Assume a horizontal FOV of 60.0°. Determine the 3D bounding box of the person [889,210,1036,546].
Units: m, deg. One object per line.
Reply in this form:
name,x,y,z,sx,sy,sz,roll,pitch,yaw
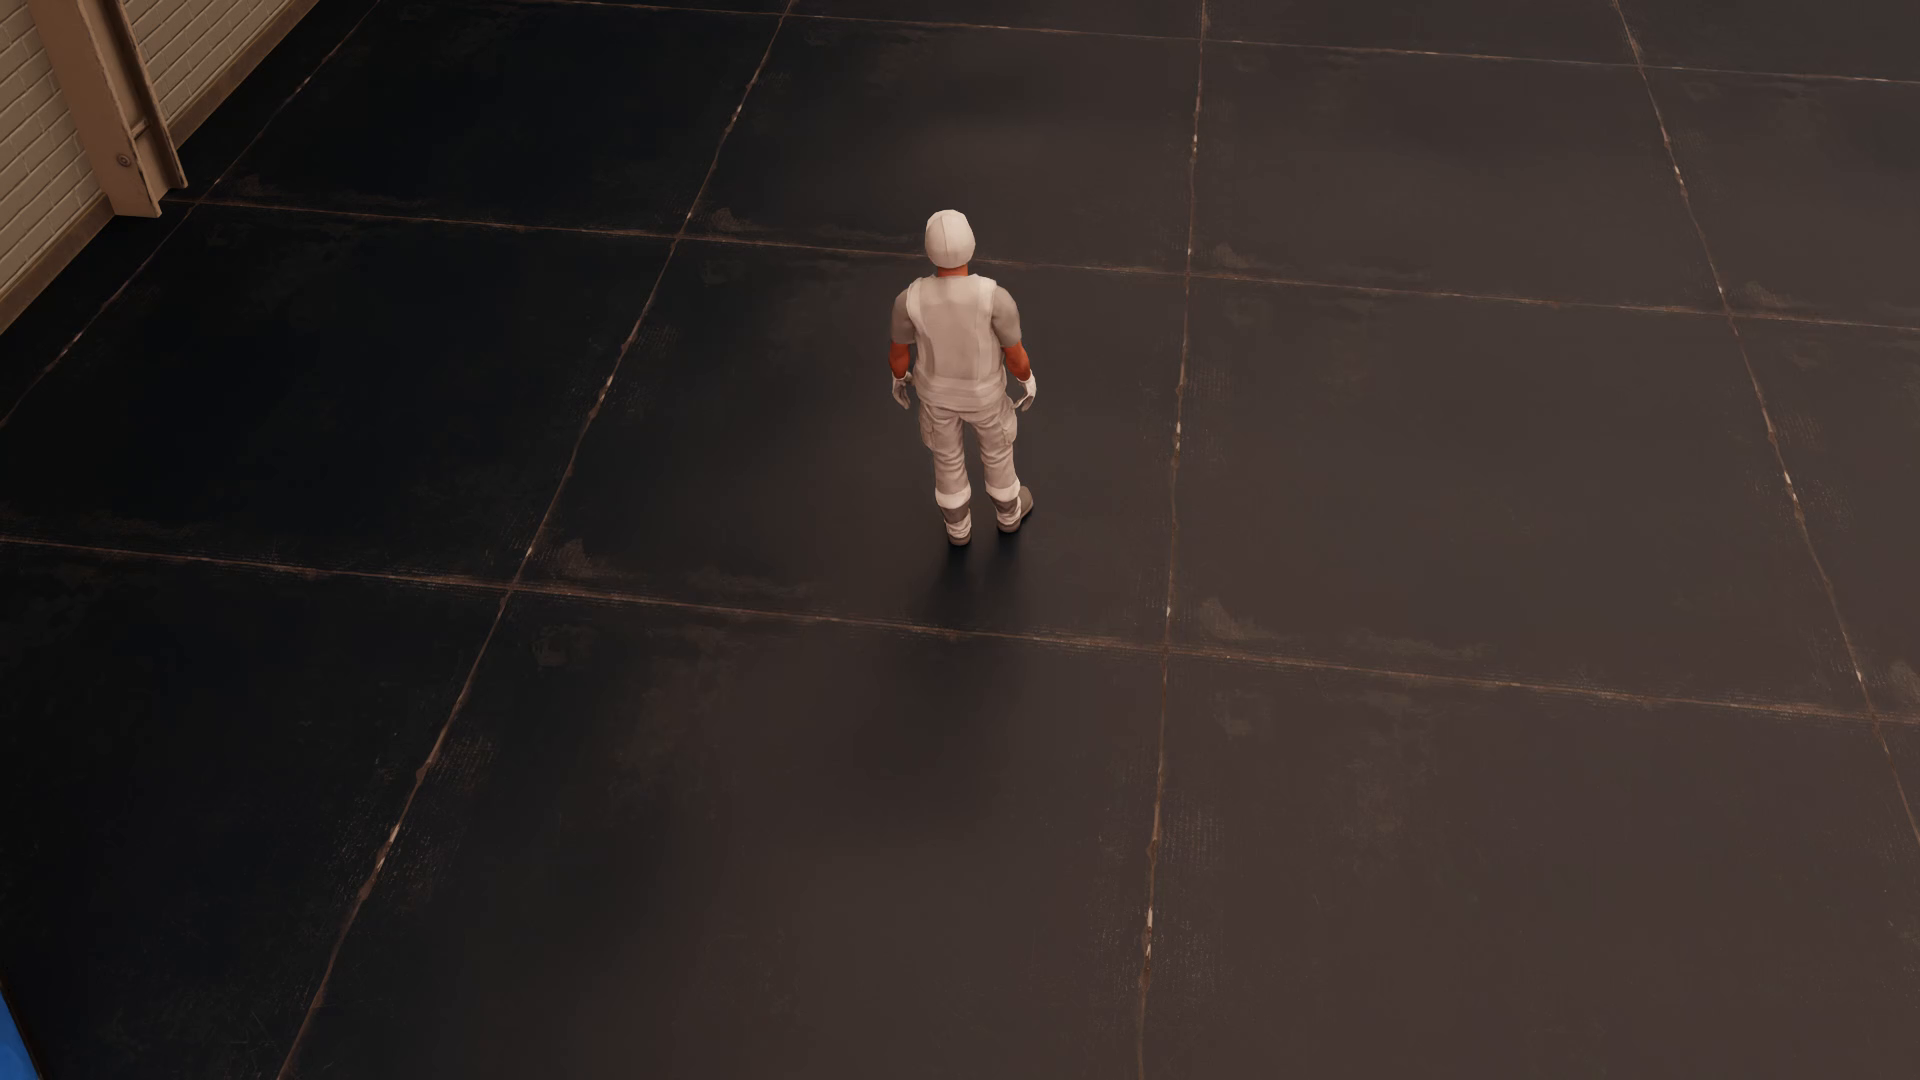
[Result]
person,0.023,-0.717,7.338,0.637,1.787,0.564,5,43,6
